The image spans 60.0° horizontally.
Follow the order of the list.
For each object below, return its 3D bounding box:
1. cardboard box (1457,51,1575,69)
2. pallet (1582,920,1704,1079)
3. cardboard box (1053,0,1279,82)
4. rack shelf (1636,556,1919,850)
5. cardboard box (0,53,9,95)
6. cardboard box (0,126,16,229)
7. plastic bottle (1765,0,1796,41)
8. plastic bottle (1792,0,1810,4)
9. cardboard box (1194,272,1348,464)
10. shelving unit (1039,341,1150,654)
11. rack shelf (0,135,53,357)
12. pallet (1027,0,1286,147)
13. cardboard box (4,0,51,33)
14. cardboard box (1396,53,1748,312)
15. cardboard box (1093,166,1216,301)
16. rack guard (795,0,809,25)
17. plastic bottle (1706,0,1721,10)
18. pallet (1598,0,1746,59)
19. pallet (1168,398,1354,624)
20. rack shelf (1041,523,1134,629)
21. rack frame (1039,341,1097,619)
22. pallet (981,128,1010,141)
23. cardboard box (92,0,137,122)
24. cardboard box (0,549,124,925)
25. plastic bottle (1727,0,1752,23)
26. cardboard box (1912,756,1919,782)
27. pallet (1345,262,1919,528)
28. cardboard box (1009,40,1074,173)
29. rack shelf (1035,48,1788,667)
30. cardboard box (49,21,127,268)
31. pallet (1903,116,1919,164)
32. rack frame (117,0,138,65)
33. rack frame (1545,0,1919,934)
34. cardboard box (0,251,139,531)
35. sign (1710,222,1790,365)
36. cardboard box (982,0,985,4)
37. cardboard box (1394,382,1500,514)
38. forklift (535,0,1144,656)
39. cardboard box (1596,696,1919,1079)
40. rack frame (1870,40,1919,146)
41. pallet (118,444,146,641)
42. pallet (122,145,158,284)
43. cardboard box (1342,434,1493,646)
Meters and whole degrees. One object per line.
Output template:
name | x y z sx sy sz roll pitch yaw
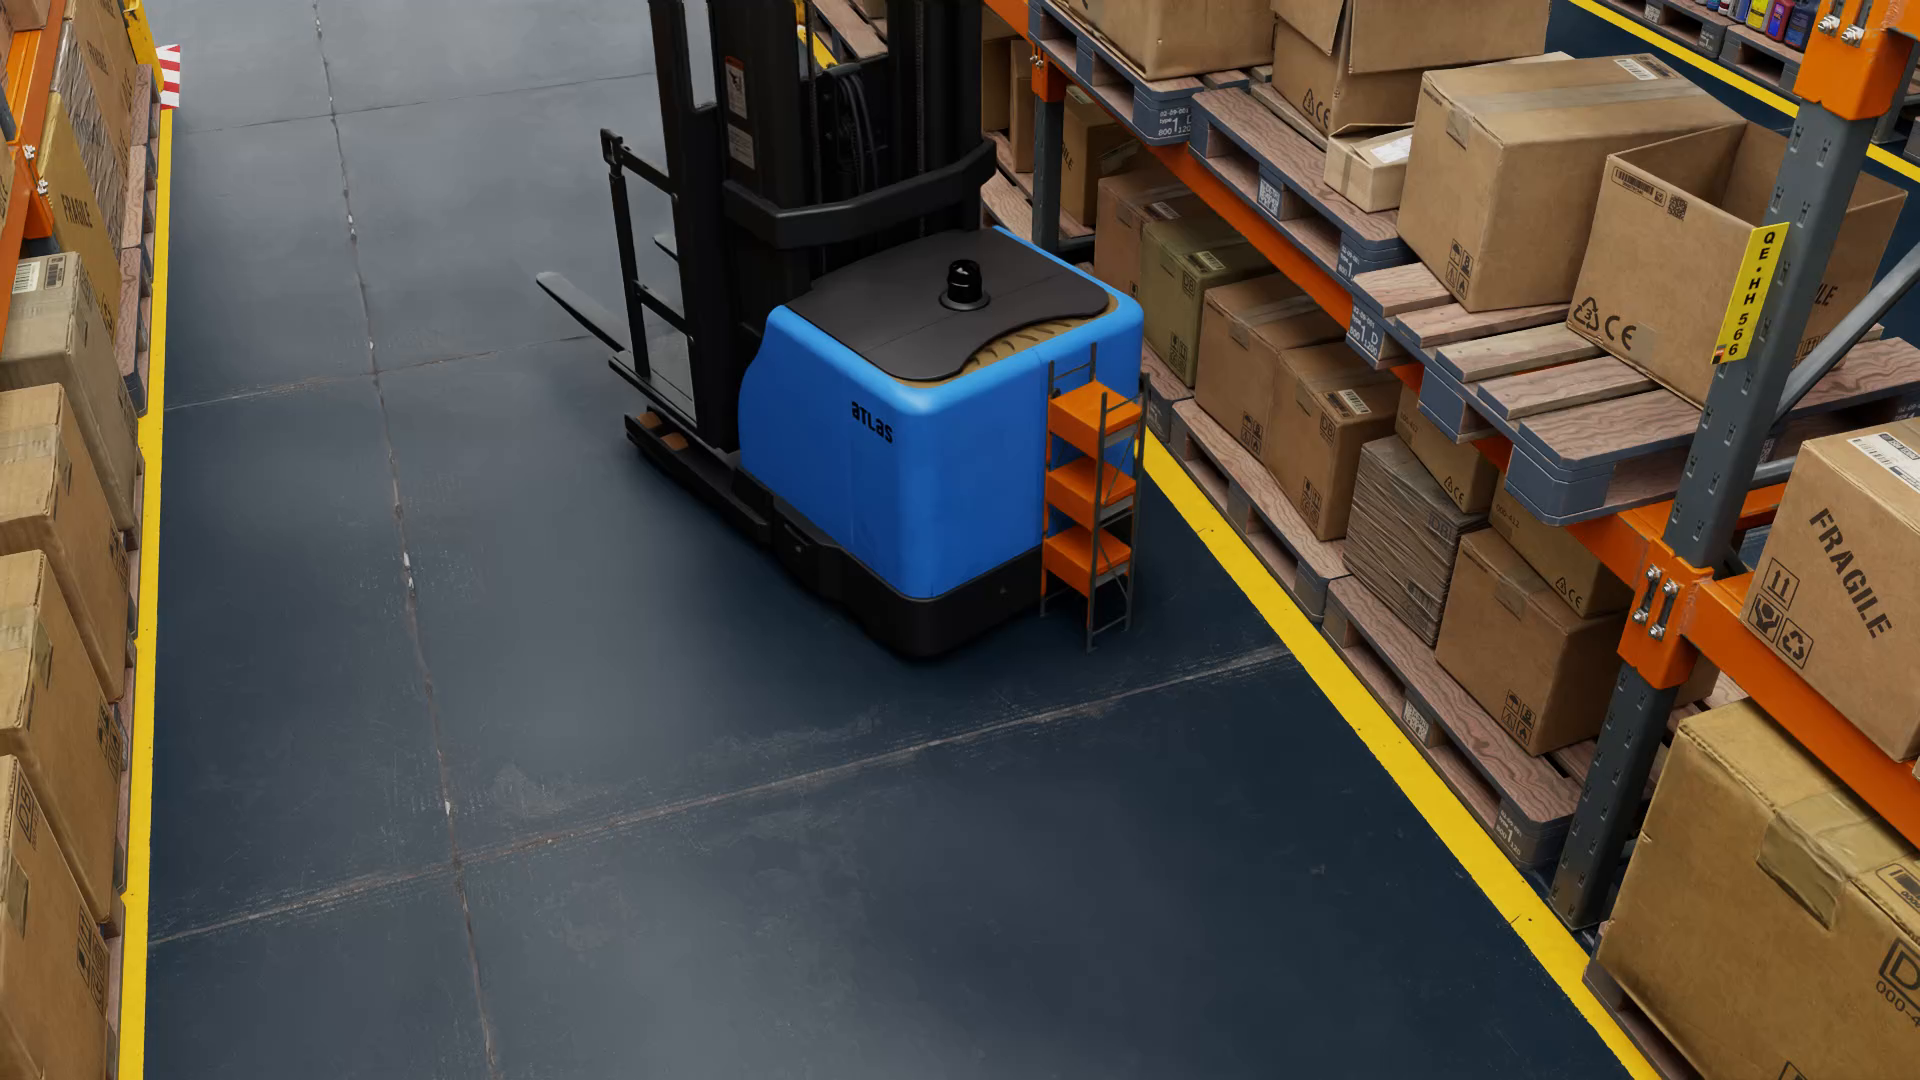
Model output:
cardboard box | 1.835 -1.313 5.275 0.500 0.250 0.500 -14 39 -17
pallet | 2.397 1.364 4.263 1.003 0.211 1.213 -12 39 -16
cardboard box | 0.962 -2.400 6.095 1.000 1.000 1.000 -12 39 -16
rack shelf | 2.884 1.207 2.753 1.077 0.370 4.000 -12 39 -16
cardboard box | -4.010 -1.766 5.977 0.875 0.550 0.550 -12 39 -16
cardboard box | -3.442 -1.301 5.401 0.500 0.500 0.500 -13 39 -16
plastic bottle | 4.817 -3.082 9.741 0.061 0.283 0.133 -10 38 -13
plastic bottle | 5.240 -3.427 10.205 0.152 0.276 0.135 -12 39 -16
cardboard box | 1.350 -0.707 6.407 0.700 0.500 0.500 -16 40 -20
shelving unit | 0.438 -0.124 5.542 0.215 1.050 0.252 -26 44 -30
rack shelf | -3.184 -0.083 4.465 1.077 0.370 4.000 -12 39 -16
pallet | 0.946 -1.932 6.481 1.003 0.211 1.213 -12 39 -16
cardboard box | -4.296 -2.402 6.821 0.875 0.550 0.550 -12 39 -16
cardboard box | 1.687 -1.010 4.665 0.700 0.500 0.500 -7 38 -9
cardboard box | 1.011 -1.296 7.189 0.700 0.500 0.500 -15 40 -19
rack guard | -0.531 -3.688 10.731 1.175 0.500 0.348 -12 39 -16
plastic bottle | 4.647 -3.388 10.157 0.097 0.271 0.097 0 37 0
pallet | 4.855 -3.460 10.668 1.003 0.211 1.213 -12 39 -16
pallet | 1.513 -0.226 6.375 1.003 0.211 1.213 -12 39 -16
rack shelf | 0.438 0.107 5.715 0.215 0.259 0.240 -26 44 -30
rack frame | 0.361 -0.181 5.617 0.200 1.050 0.008 -26 44 -30
pallet | 0.132 -2.419 9.286 1.003 0.211 1.213 -12 39 -16
cardboard box | -4.953 -2.710 8.771 0.875 0.875 0.875 -12 39 -16
cardboard box | -2.925 0.634 4.435 1.050 0.750 0.750 -12 39 -15
plastic bottle | 4.748 -3.271 9.998 0.152 0.276 0.135 -12 39 -15
cardboard box | 2.288 0.371 3.181 0.500 0.500 0.500 -13 39 -17
pallet | 1.851 -0.514 4.599 1.213 0.211 1.003 -12 39 -16
cardboard box | 0.515 -2.196 8.400 0.500 0.500 0.500 -1 37 -1
rack shelf | 1.508 -1.053 5.753 1.077 0.370 4.000 -12 39 -16
cardboard box | -4.337 -1.698 7.427 0.875 0.875 0.875 -12 39 -16
pallet | 5.777 -1.946 8.658 1.003 0.211 1.213 -12 39 -16
rack frame | -5.249 -3.760 8.749 1.000 3.000 0.127 -12 39 -16
rack frame | 2.196 -0.210 4.036 1.000 3.000 0.127 -12 39 -16
cardboard box | -3.574 -0.437 5.858 1.050 0.750 0.750 -13 39 -16
sign | 1.690 -0.524 3.556 0.100 0.325 0.005 -12 39 -16
cardboard box | 0.078 -2.855 9.275 0.500 0.500 0.500 -9 38 -12
cardboard box | 1.745 -0.357 5.320 0.500 0.250 0.500 -8 38 -11
forklift | -0.690 -1.599 5.937 1.130 2.935 3.031 -26 44 -30
cardboard box | 2.414 0.865 4.026 1.225 0.875 0.875 -14 39 -18
rack frame | 5.470 -3.496 8.398 1.000 3.000 0.127 -12 39 -16
pallet | -3.536 0.034 6.030 1.003 0.211 1.213 -12 39 -16
pallet | -4.484 -1.523 8.096 1.003 0.211 1.213 -12 39 -16
cardboard box | 1.744 -0.073 5.565 0.700 0.500 0.500 -16 40 -20
